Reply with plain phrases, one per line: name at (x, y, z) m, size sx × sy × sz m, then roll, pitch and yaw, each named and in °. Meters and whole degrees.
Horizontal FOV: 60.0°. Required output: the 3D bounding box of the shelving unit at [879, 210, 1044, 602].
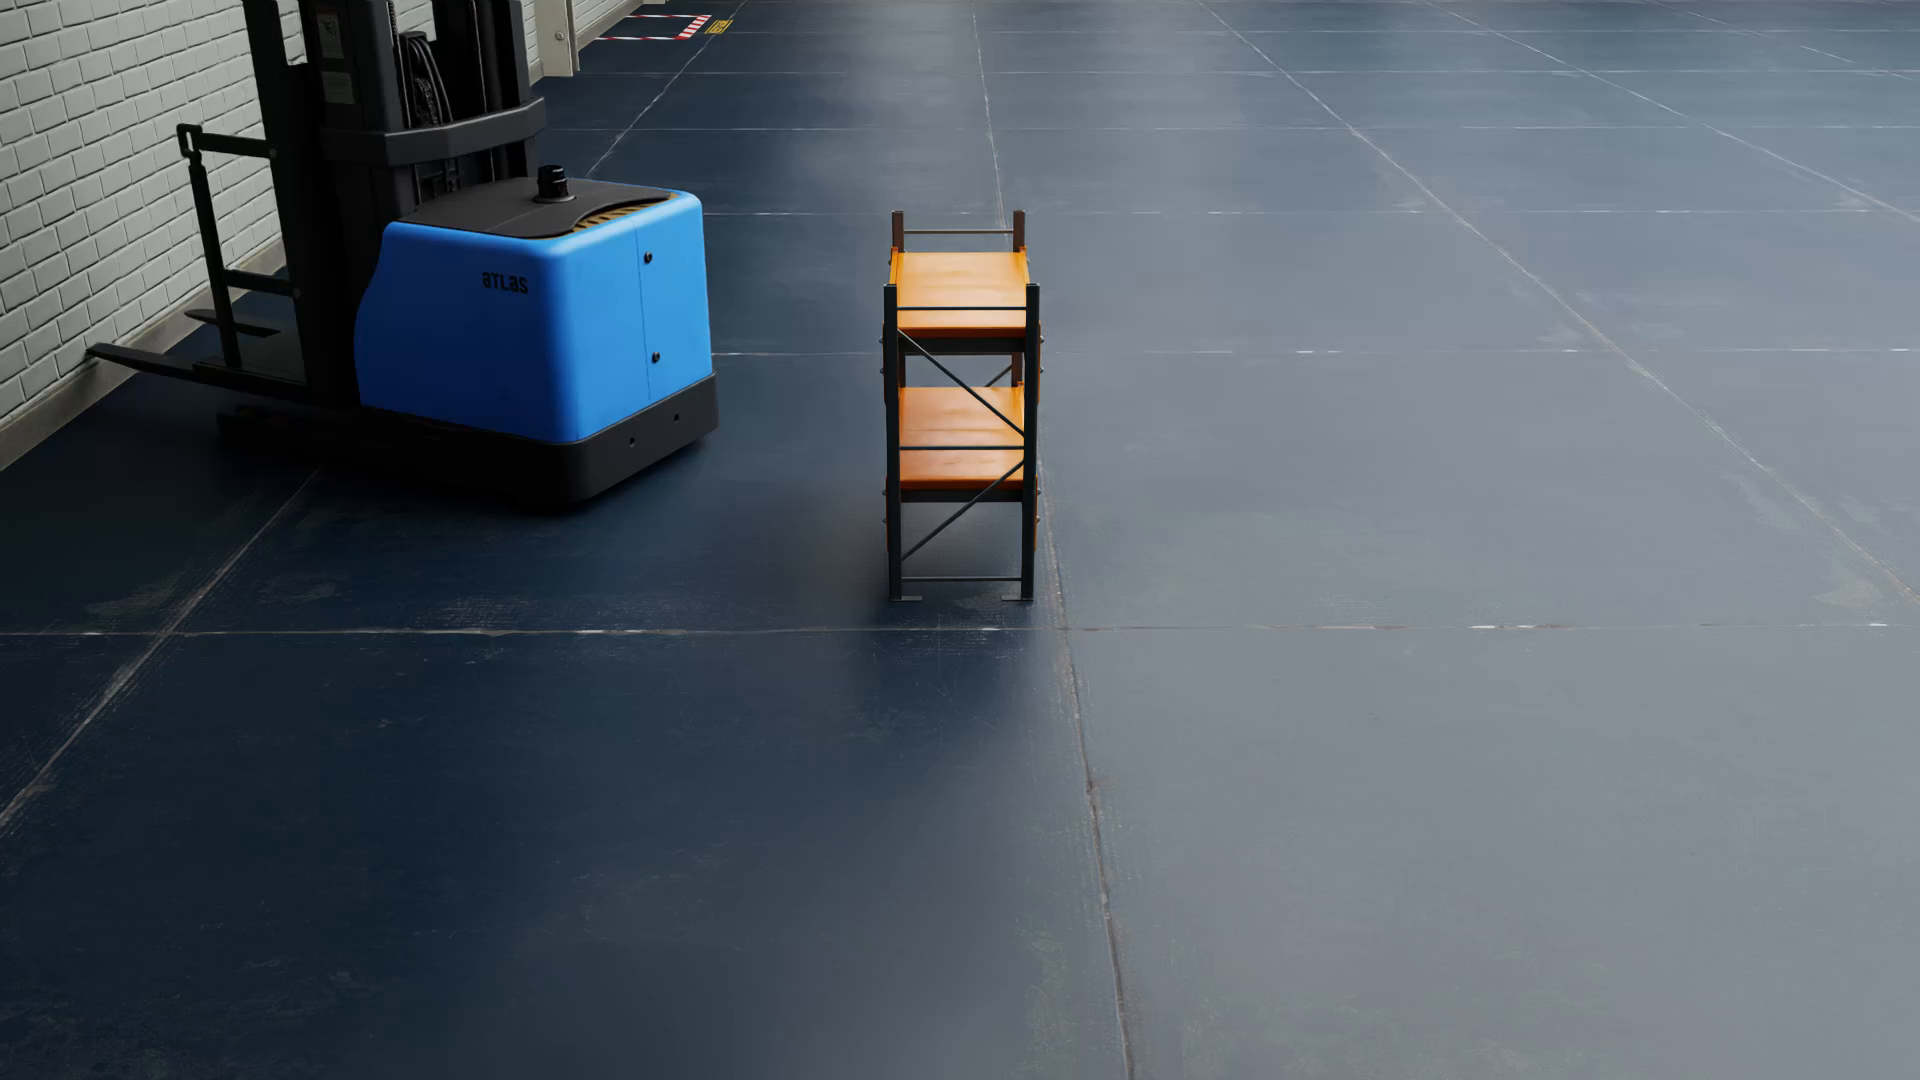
shelving unit at (0.000, -0.515, 6.024) m, size 0.538 × 1.125 × 1.048 m, roll 0°, pitch 24°, yaw -1°

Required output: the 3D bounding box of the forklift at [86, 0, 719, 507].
forklift at (-2.591, -1.870, 6.827) m, size 3.031 × 2.935 × 1.130 m, roll 12°, pitch 27°, yaw 24°

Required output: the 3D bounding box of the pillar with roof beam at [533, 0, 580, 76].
pillar with roof beam at (0.341, -8.747, 14.670) m, size 9.100 × 9.000 × 0.400 m, roll 0°, pitch 24°, yaw -1°

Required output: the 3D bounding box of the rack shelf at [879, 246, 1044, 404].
rack shelf at (0.000, -0.782, 5.904) m, size 0.538 × 0.278 × 1.000 m, roll 0°, pitch 24°, yaw -1°

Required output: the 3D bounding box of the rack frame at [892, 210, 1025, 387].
rack frame at (-0.006, -0.725, 6.488) m, size 0.500 × 1.125 × 0.032 m, roll 0°, pitch 24°, yaw -1°

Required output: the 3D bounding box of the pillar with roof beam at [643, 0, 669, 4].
pillar with roof beam at (0.276, -11.219, 20.137) m, size 9.100 × 9.000 × 0.400 m, roll 0°, pitch 24°, yaw -1°

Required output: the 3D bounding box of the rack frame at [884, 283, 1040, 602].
rack frame at (0.005, -0.306, 5.561) m, size 0.500 × 1.125 × 0.032 m, roll 0°, pitch 24°, yaw -1°

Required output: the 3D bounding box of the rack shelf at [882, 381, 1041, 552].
rack shelf at (0.000, -0.293, 6.125) m, size 0.538 × 0.278 × 1.000 m, roll 0°, pitch 24°, yaw -1°
